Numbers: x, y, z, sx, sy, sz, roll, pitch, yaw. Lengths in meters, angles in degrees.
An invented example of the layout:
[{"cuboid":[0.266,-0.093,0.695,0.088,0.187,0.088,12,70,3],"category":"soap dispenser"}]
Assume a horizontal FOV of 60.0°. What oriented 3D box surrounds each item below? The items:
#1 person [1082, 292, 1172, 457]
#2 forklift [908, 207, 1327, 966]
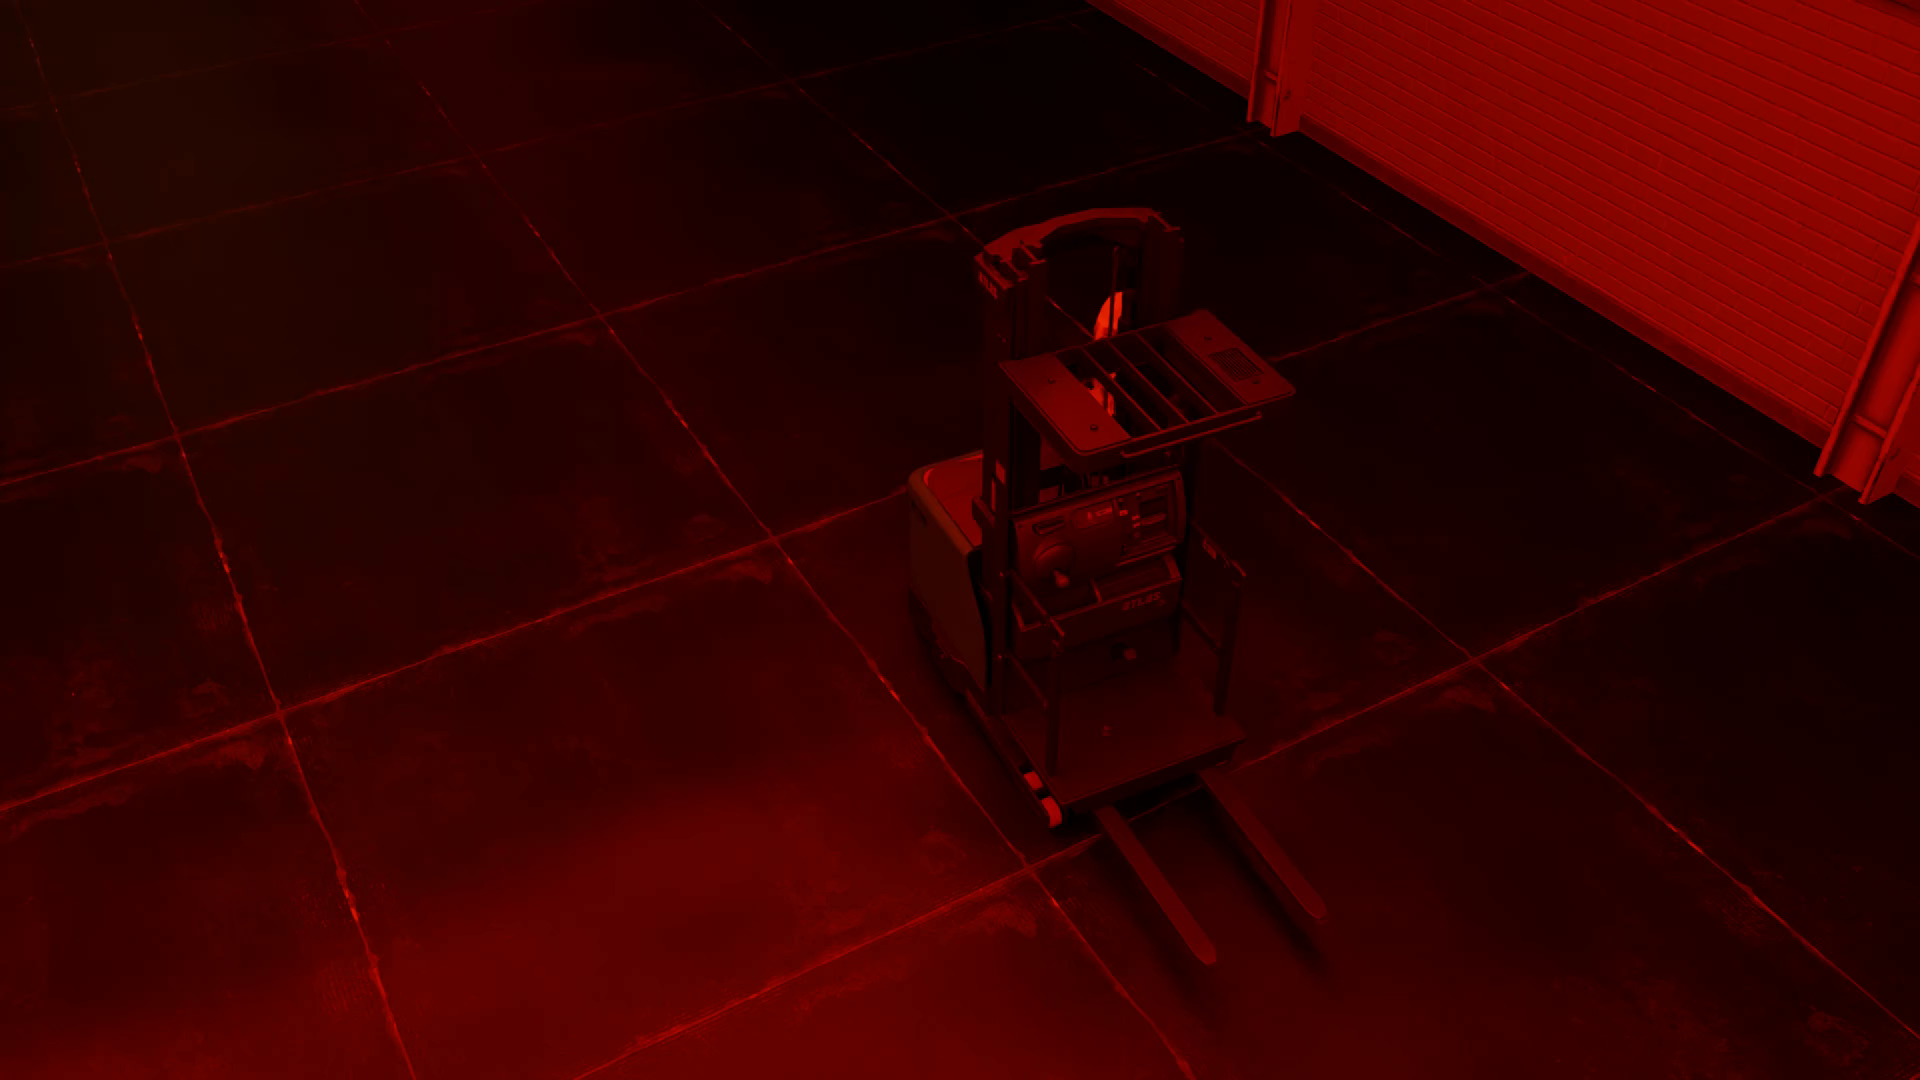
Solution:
[{"cuboid":[0.930,-0.743,9.875,0.454,1.748,0.879,-22,44,-24],"category":"person"},{"cuboid":[0.787,0.032,7.997,1.130,2.935,3.031,-17,43,-19],"category":"forklift"}]
